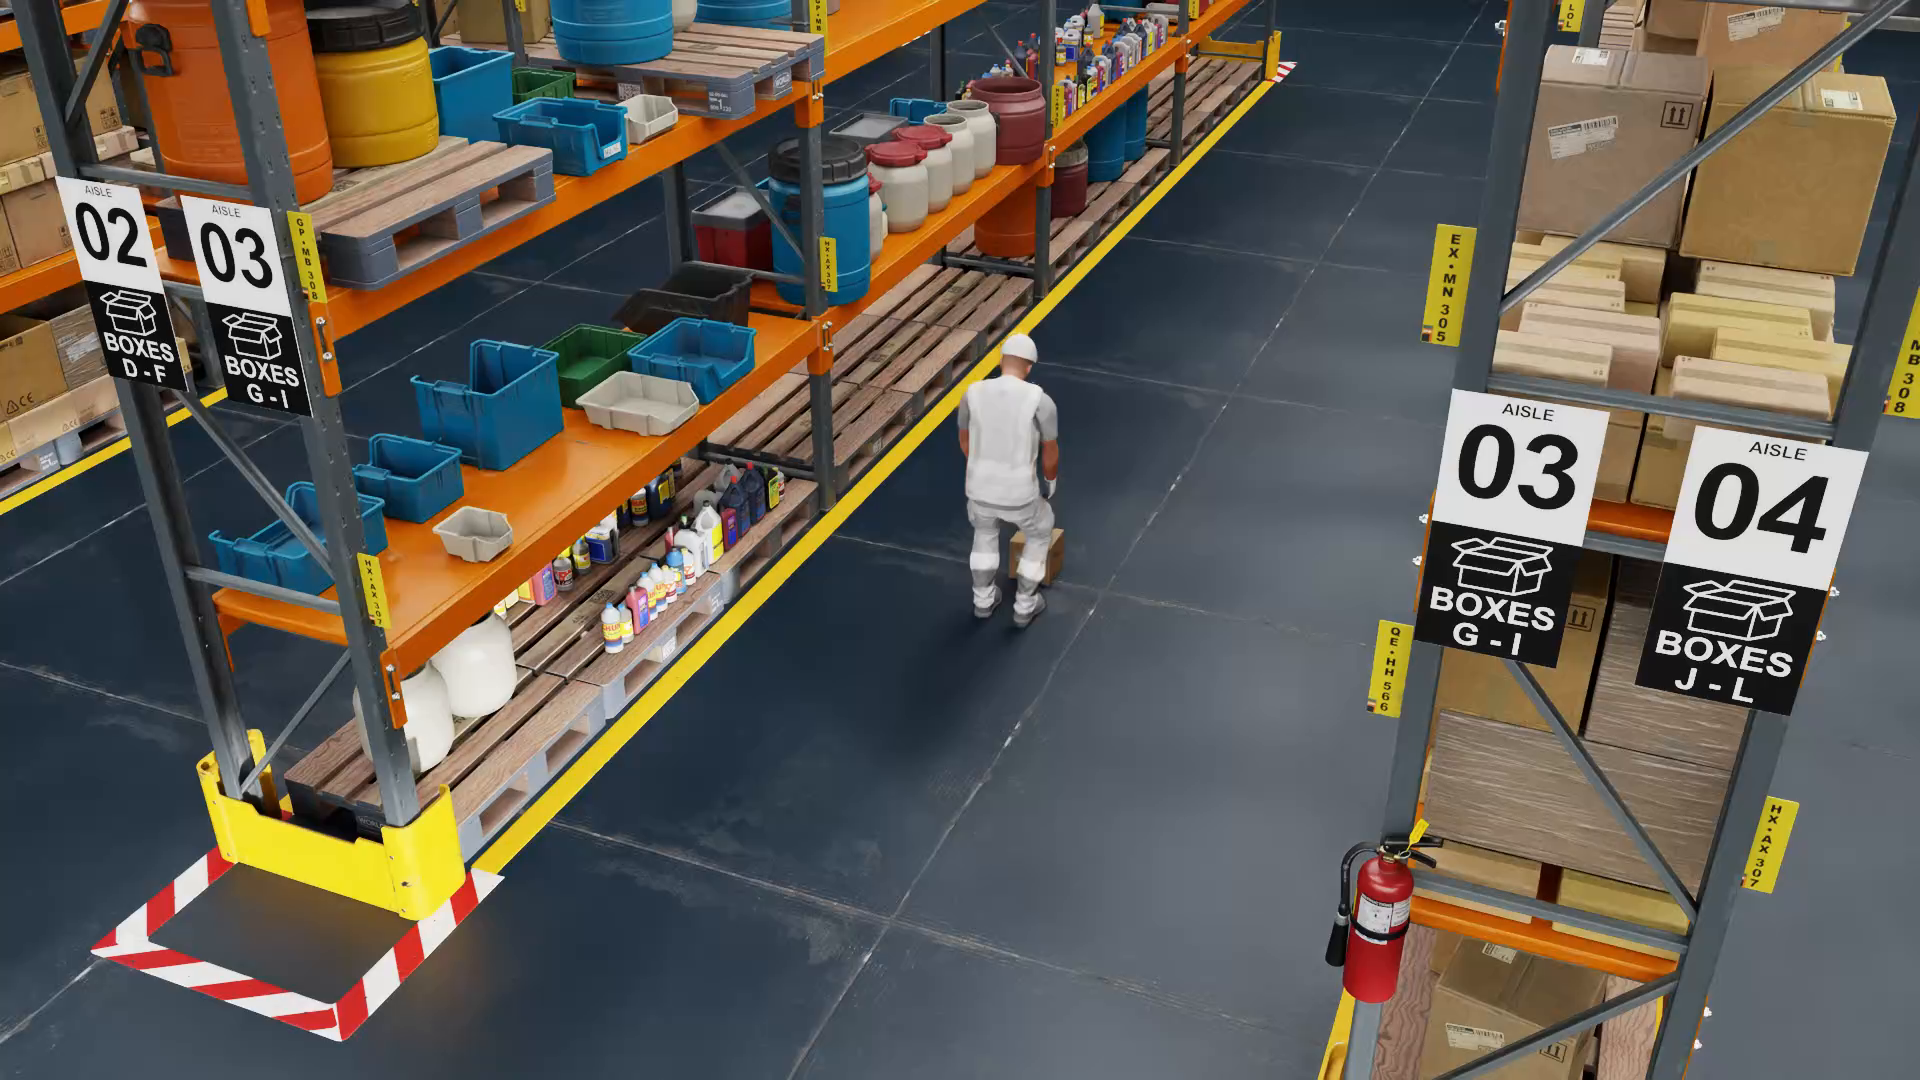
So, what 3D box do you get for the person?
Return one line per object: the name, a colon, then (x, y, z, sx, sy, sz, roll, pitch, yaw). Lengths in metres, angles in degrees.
person: (0.253, -0.320, 9.136, 0.570, 1.604, 0.624, 12, 31, 20)
